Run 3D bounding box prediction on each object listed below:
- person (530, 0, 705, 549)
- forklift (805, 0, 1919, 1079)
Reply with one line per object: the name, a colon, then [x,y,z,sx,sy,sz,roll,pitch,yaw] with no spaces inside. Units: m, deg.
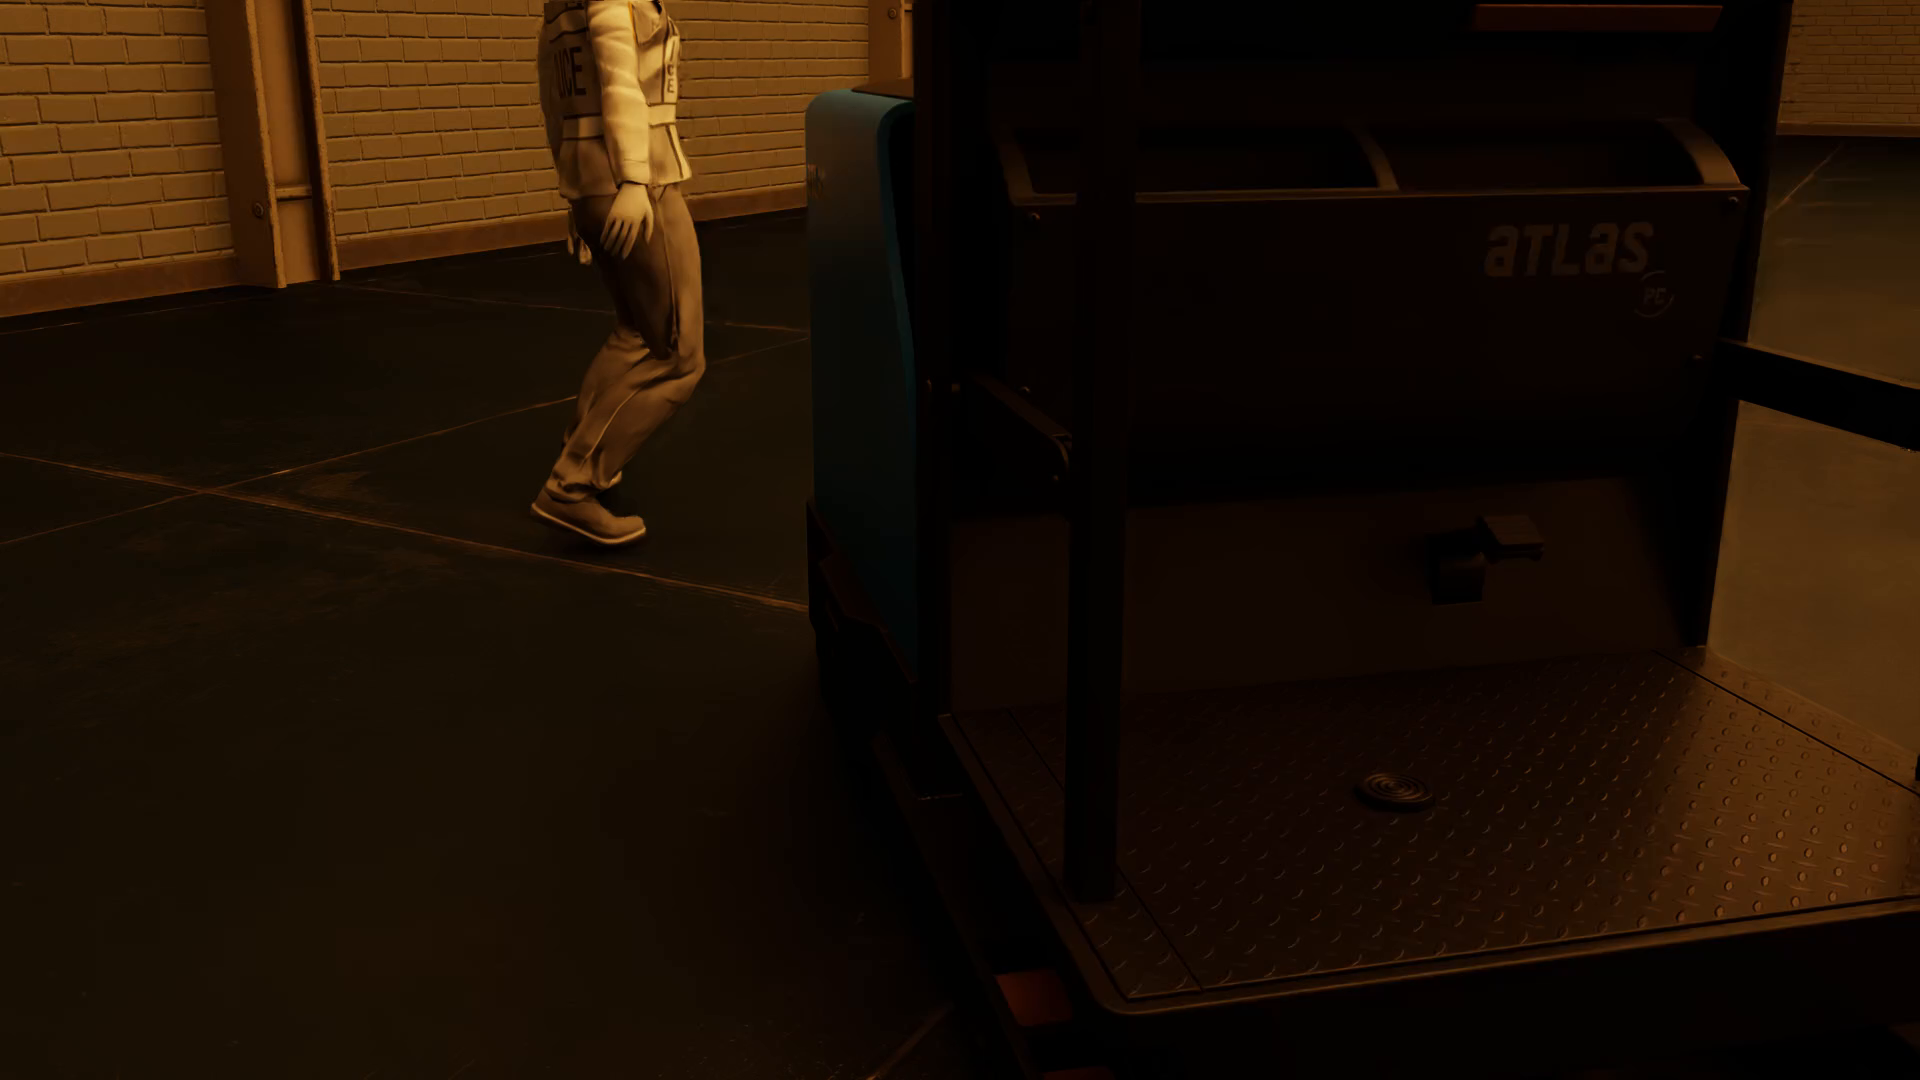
person: [-0.853,-0.800,3.902,0.464,1.595,0.814,-7,18,-24]
forklift: [0.543,-0.826,1.656,1.130,2.935,3.031,-4,17,-13]
